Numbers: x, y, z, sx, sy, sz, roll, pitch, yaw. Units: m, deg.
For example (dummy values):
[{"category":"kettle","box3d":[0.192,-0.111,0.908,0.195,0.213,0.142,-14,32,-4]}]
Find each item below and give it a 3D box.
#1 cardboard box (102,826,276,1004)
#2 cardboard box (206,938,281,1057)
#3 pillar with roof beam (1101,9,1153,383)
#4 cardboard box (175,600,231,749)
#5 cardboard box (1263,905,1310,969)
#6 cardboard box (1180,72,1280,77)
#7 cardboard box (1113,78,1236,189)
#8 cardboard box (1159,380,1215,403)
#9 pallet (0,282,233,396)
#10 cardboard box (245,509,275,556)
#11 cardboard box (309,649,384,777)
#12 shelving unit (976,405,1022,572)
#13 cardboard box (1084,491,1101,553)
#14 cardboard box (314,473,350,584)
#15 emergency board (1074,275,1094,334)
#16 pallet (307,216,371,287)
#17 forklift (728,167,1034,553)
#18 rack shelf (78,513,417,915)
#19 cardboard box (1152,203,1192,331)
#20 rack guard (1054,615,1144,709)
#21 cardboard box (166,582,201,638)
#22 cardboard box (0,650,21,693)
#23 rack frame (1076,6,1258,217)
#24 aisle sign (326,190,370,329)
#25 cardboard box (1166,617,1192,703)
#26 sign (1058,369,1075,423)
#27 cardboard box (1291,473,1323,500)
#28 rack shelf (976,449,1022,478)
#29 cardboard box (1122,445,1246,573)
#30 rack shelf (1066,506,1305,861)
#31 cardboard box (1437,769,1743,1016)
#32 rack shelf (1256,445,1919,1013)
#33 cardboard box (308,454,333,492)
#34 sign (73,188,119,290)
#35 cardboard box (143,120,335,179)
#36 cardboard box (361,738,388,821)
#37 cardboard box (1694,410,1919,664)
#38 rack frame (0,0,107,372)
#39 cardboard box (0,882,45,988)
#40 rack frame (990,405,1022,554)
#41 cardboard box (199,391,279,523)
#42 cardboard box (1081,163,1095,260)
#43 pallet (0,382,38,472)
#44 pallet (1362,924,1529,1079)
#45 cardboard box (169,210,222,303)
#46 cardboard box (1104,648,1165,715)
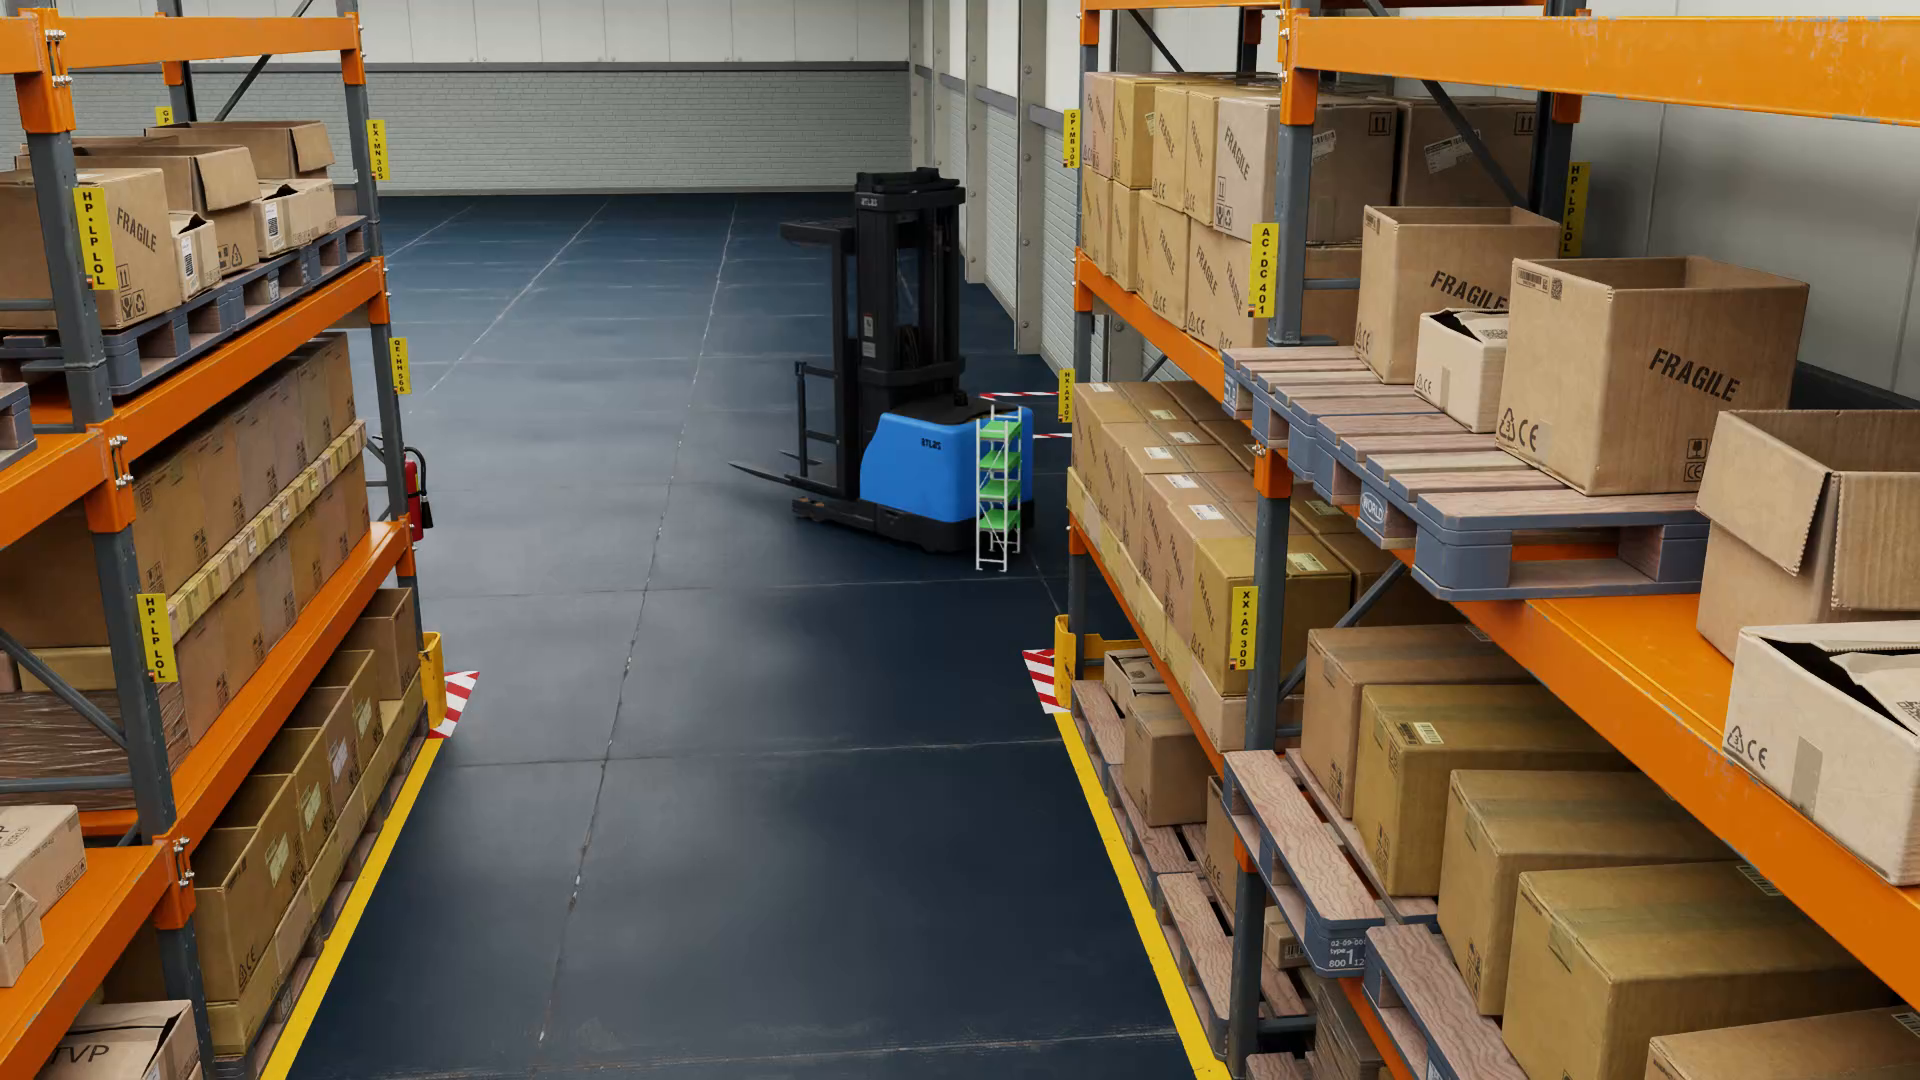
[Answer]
[{"category":"cardboard box","box3d":[-3.067,1.482,6.585,0.500,0.500,0.500,-2,18,-6]},{"category":"cardboard box","box3d":[-3.077,1.841,6.696,0.500,0.250,0.500,-2,18,-6]},{"category":"pillar with roof beam","box3d":[-2.785,-4.804,13.957,9.100,9.000,0.400,-2,18,-6]},{"category":"cardboard box","box3d":[-3.444,0.540,6.783,0.700,0.500,0.500,-2,18,-6]},{"category":"cardboard box","box3d":[1.511,1.706,7.232,0.380,0.166,0.250,-4,18,-13]},{"category":"cardboard box","box3d":[1.488,-2.314,9.164,0.500,0.500,0.500,-1,17,-3]},{"category":"cardboard box","box3d":[1.047,-2.009,8.192,0.500,0.500,0.500,-1,17,-4]},{"category":"cardboard box","box3d":[1.443,-0.631,9.645,0.500,0.500,0.500,-2,18,-6]},{"category":"pallet","box3d":[-3.445,-0.766,6.248,1.003,0.211,1.213,-2,18,-6]},{"category":"cardboard box","box3d":[-3.329,-0.028,7.509,0.380,0.149,0.250,-2,18,-6]},{"category":"cardboard box","box3d":[-3.274,0.887,8.483,0.500,0.500,0.500,-2,18,-6]},{"category":"shelving unit","box3d":[0.304,-0.403,12.957,0.258,1.200,0.503,4,18,13]},{"category":"cardboard box","box3d":[0.986,-0.098,9.198,0.500,0.250,0.500,-2,18,-7]},{"category":"cardboard box","box3d":[-3.649,-0.067,8.716,0.700,0.500,0.500,-1,17,-4]},{"category":"emergency board","box3d":[1.280,-2.813,17.628,0.194,1.169,0.643,-2,18,-6]},{"category":"pallet","box3d":[-3.696,-1.493,8.564,1.003,0.211,1.213,-2,18,-6]},{"category":"forklift","box3d":[-0.799,-1.649,14.035,3.031,2.935,1.130,16,24,41]},{"category":"rack shelf","box3d":[-3.537,0.624,7.883,1.077,0.370,4.000,-2,18,-6]},{"category":"cardboard box","box3d":[1.164,-1.224,7.359,0.500,0.500,0.500,-2,18,-8]},{"category":"rack guard","box3d":[1.191,0.746,10.467,1.175,0.500,0.348,-2,18,-6]},{"category":"cardboard box","box3d":[-3.220,0.282,6.522,0.380,0.149,0.250,-2,18,-7]},{"category":"cardboard box","box3d":[-3.572,0.445,6.002,0.380,0.149,0.250,-2,18,-6]},{"category":"rack frame","box3d":[1.183,-3.332,9.266,1.000,3.000,0.127,-2,18,-6]},{"category":"aisle sign","box3d":[-3.458,-1.584,9.375,0.394,0.787,0.004,-2,18,-6]},{"category":"cardboard box","box3d":[1.203,0.504,7.281,0.500,0.250,0.500,-2,18,-5]},{"category":"sign","box3d":[0.644,-0.866,9.981,0.100,0.325,0.005,-2,18,-6]},{"category":"cardboard box","box3d":[1.660,-0.023,7.707,0.500,0.500,0.500,-1,17,-4]},{"category":"rack shelf","box3d":[0.304,-0.571,12.904,0.258,0.148,0.480,4,18,13]},{"category":"cardboard box","box3d":[1.087,-0.158,8.139,0.500,0.500,0.500,-1,17,-4]},{"category":"rack shelf","box3d":[1.390,0.470,8.374,1.077,0.370,4.000,-2,18,-6]},{"category":"cardboard box","box3d":[1.764,0.979,4.648,0.700,0.500,0.500,1,17,2]},{"category":"rack shelf","box3d":[1.802,0.230,4.129,1.077,0.370,4.000,-2,18,-6]},{"category":"cardboard box","box3d":[-3.436,-0.335,8.487,0.380,0.149,0.250,-2,17,-5]},{"category":"sign","box3d":[-2.792,-0.971,5.366,0.100,0.325,0.005,-2,18,-6]},{"category":"cardboard box","box3d":[-3.688,-1.891,8.579,0.797,0.503,0.637,-1,17,-2]},{"category":"cardboard box","box3d":[-3.277,1.244,8.595,0.500,0.250,0.500,-2,18,-6]},{"category":"cardboard box","box3d":[1.967,0.035,3.344,0.797,0.503,0.637,1,17,2]},{"category":"rack frame","box3d":[-3.331,-1.986,4.979,1.000,3.000,0.127,-2,18,-6]},{"category":"cardboard box","box3d":[-3.058,1.197,5.081,0.396,0.266,0.258,-2,18,-7]},{"category":"rack frame","box3d":[0.362,-0.474,13.183,0.240,1.200,0.015,4,18,13]},{"category":"cardboard box","box3d":[-3.538,-0.371,7.517,0.700,0.500,0.500,-2,18,-6]},{"category":"cardboard box","box3d":[0.969,-1.850,9.355,0.500,0.500,0.500,-1,17,-4]},{"category":"pallet","box3d":[-3.227,-0.201,4.621,0.805,0.209,1.217,-2,18,-8]},{"category":"pallet","box3d":[1.764,1.417,4.476,1.003,0.211,1.213,-2,18,-6]},{"category":"cardboard box","box3d":[-3.176,-1.098,6.374,0.500,0.311,0.500,-3,18,-9]},{"category":"cardboard box","box3d":[1.165,0.812,9.836,0.500,0.311,0.500,-4,18,-12]}]
